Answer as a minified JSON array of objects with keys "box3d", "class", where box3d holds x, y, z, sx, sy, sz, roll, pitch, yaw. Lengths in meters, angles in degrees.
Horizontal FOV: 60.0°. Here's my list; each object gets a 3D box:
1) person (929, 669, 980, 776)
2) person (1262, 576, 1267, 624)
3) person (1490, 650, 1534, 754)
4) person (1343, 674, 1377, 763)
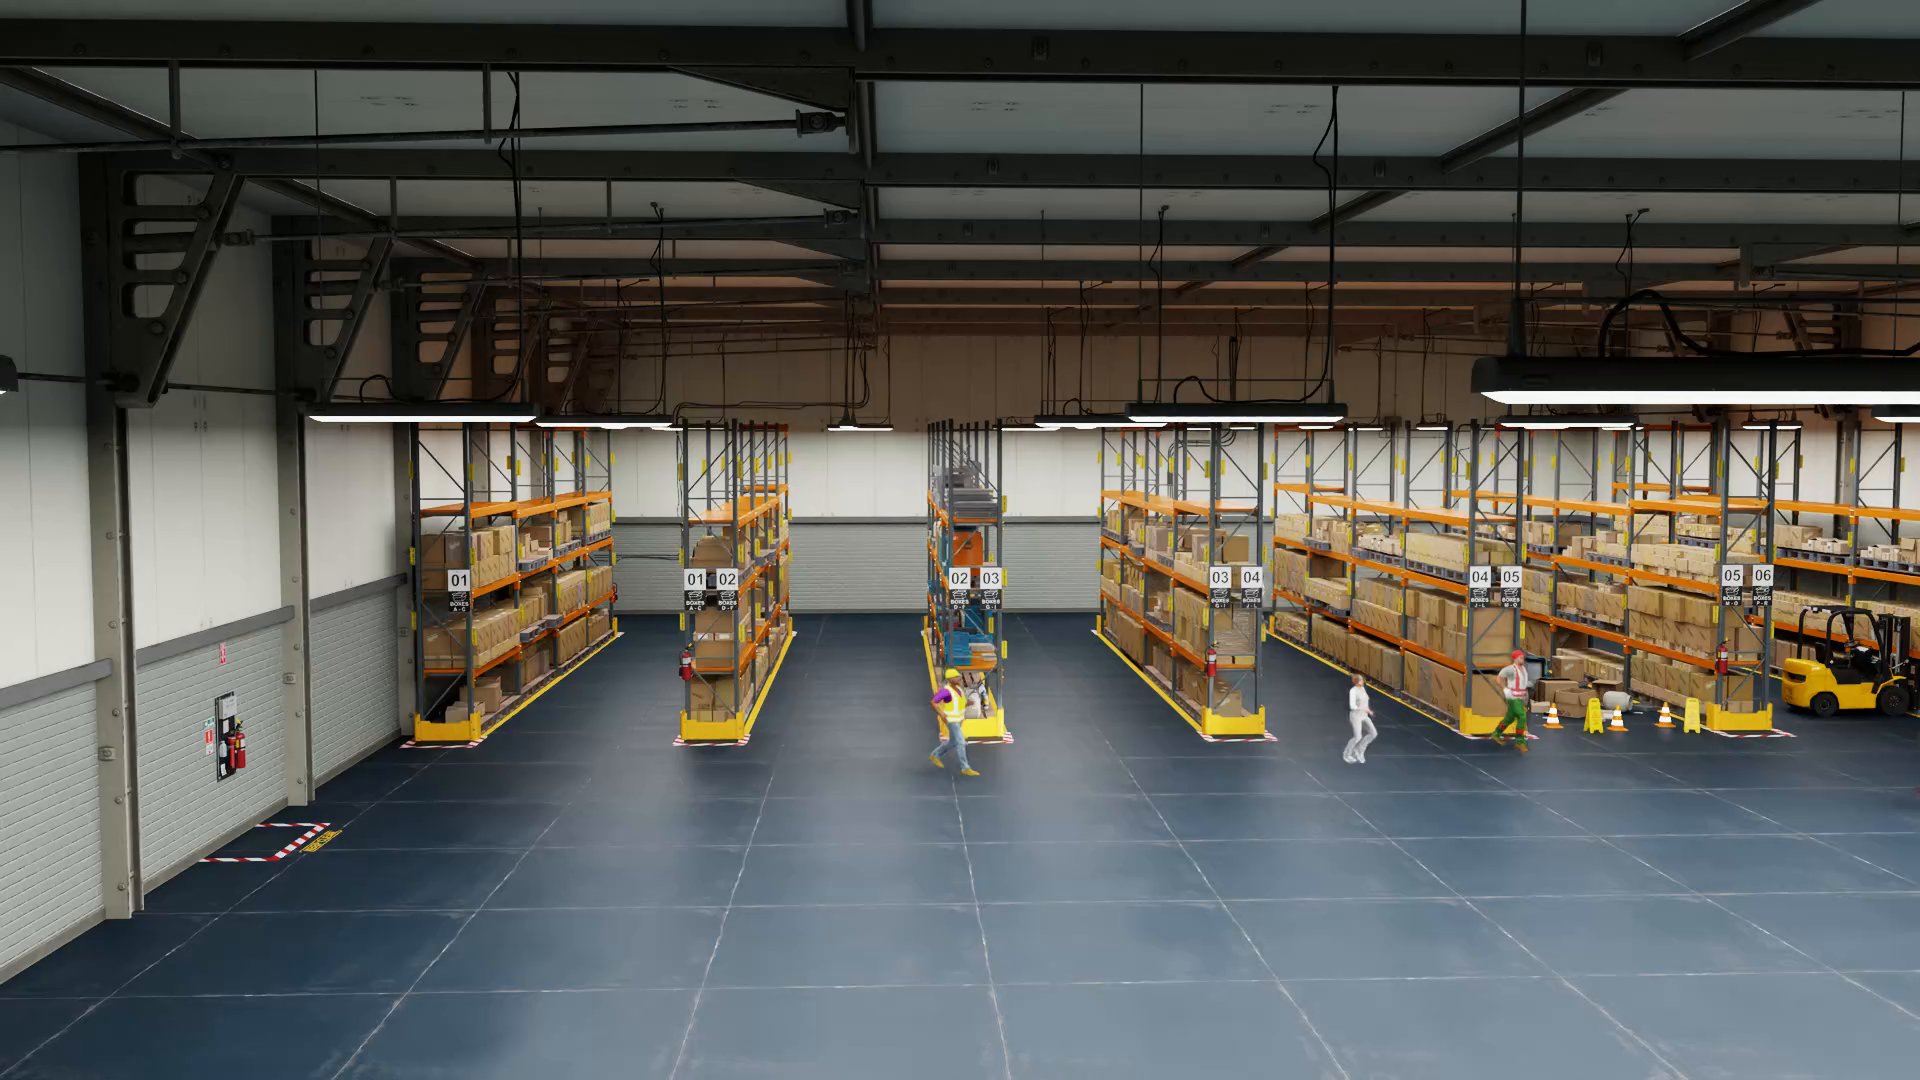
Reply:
[{"box3d":[-0.103,3.029,27.832,0.990,1.750,0.701,2,4,25],"class":"person"},{"box3d":[8.678,1.794,48.518,0.763,1.695,0.630,-2,4,-25],"class":"person"},{"box3d":[10.024,2.896,30.083,0.669,1.839,0.817,-3,5,-43],"class":"person"},{"box3d":[6.928,3.088,28.806,0.552,1.557,0.618,-4,5,-44],"class":"person"}]
